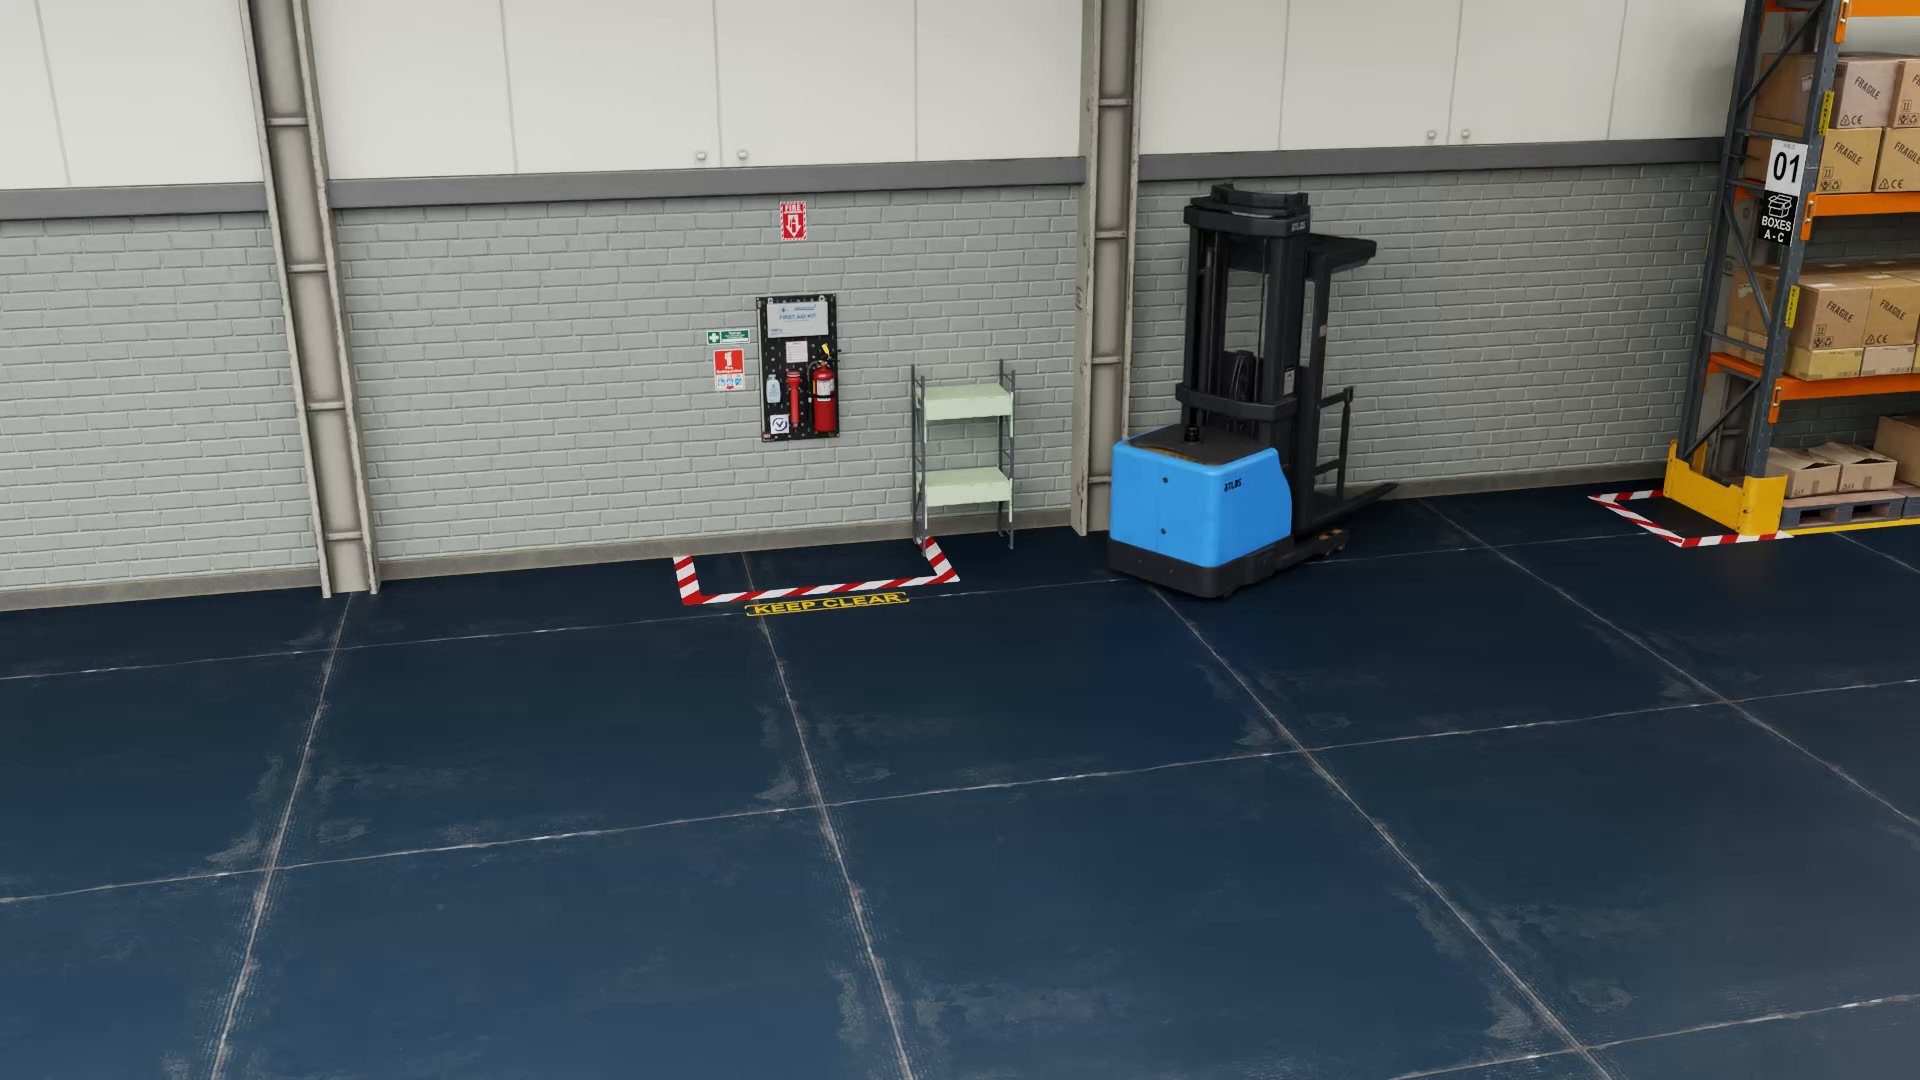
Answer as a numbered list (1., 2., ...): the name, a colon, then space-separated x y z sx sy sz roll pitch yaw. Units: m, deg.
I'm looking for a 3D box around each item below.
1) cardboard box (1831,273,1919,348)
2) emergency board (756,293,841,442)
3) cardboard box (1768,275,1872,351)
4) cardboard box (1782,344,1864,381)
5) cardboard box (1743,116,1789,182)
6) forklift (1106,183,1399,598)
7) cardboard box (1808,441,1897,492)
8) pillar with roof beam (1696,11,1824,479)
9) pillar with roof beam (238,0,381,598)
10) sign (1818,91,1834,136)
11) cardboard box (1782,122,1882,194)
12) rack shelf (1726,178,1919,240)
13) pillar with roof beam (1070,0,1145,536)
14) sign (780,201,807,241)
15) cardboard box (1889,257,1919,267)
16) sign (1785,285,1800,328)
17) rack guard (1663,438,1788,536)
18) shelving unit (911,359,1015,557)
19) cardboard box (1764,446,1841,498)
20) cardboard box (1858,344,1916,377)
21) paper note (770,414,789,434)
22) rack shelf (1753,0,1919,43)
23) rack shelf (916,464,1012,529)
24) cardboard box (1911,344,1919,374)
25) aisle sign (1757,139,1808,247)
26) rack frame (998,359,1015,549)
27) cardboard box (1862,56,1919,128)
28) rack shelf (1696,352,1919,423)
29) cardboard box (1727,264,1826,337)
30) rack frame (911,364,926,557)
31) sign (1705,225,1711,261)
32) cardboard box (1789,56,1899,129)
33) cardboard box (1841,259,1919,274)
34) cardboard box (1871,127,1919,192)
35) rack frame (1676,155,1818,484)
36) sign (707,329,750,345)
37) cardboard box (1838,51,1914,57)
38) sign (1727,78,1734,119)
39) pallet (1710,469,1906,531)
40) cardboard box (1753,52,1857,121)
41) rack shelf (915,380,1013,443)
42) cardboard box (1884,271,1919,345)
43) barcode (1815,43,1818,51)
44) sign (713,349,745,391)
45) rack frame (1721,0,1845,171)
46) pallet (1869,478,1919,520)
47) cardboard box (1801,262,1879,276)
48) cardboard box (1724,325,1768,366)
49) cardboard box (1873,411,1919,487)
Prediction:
1. cardboard box: 7.539 -1.905 13.752 0.500 0.500 0.500 -5 21 -12
2. emergency board: -1.249 -1.328 13.078 0.643 1.169 0.194 -5 21 -12
3. cardboard box: 7.055 -1.869 13.654 0.500 0.500 0.500 -5 21 -12
4. cardboard box: 7.070 -1.512 13.770 0.500 0.250 0.500 -5 21 -14
5. cardboard box: 6.869 -3.223 13.717 0.500 0.500 0.500 -3 20 -9
6. forklift: 2.535 -1.359 13.264 1.130 2.935 3.031 18 27 41
7. cardboard box: 7.770 -0.654 14.510 0.500 0.311 0.500 -3 20 -8
8. pillar with roof beam: 7.994 -3.361 9.908 0.400 9.000 9.100 -5 21 -12
9. pillar with roof beam: -3.684 -2.412 7.315 0.400 9.000 9.100 -5 21 -12
10. sign: 6.647 -3.278 12.770 0.005 0.325 0.100 -5 21 -12
11. cardboard box: 6.905 -3.048 13.239 0.500 0.500 0.500 -4 21 -11
12. rack shelf: 8.468 -2.870 13.972 4.000 0.370 1.077 -5 21 -12
13. pillar with roof beam: 2.155 -2.887 8.612 0.400 9.000 9.100 -5 21 -12
14. sign: -1.280 -2.449 12.769 0.199 0.298 0.001 -5 21 -12
15. cardboard box: 8.416 -2.159 14.446 0.500 0.500 0.500 -4 21 -12
16. sign: 6.647 -1.865 13.288 0.005 0.325 0.100 -5 21 -12
17. rack guard: 6.596 -0.473 14.379 0.348 0.500 1.175 -5 21 -12
18. shelving unit: 0.022 -0.667 13.454 0.755 1.500 0.431 -5 21 -13
19. cardboard box: 7.216 -0.609 14.386 0.500 0.311 0.500 -7 21 -19
20. cardboard box: 7.572 -1.558 13.895 0.500 0.250 0.500 -5 21 -14
21. paper note: -1.437 -0.923 13.255 0.142 0.148 0.016 -5 21 -12
22. rack shelf: 8.468 -4.276 13.457 4.000 0.370 1.077 -5 21 -12
23. rack shelf: 0.022 -0.361 13.566 0.720 0.370 0.431 -5 21 -13
24. cardboard box: 8.069 -1.596 14.000 0.500 0.250 0.500 -5 21 -13
25. aisle sign: 6.521 -2.755 13.195 0.004 0.787 0.394 -5 21 -12
26. rack frame: 0.378 -0.697 13.536 0.023 1.500 0.400 -5 21 -13
27. cardboard box: 7.452 -3.547 13.147 0.500 0.500 0.500 -5 21 -13
28. rack shelf: 8.468 -1.461 14.488 4.000 0.370 1.077 -5 21 -12
29. cardboard box: 6.931 -2.040 14.122 0.500 0.500 0.500 -5 21 -13
30. rack frame: -0.333 -0.637 13.372 0.023 1.500 0.400 -5 21 -13
31. sign: 6.413 -2.520 14.190 0.005 0.325 0.100 -5 21 -12
32. cardboard box: 6.952 -3.524 13.085 0.500 0.500 0.500 -6 21 -16
33. cardboard box: 7.926 -2.119 14.337 0.500 0.500 0.500 -5 21 -14
34. cardboard box: 7.435 -3.079 13.323 0.500 0.500 0.500 -3 20 -9
35. rack frame: 6.522 -1.641 13.932 0.127 3.000 1.000 -5 21 -12
36. sign: -1.804 -1.582 12.949 0.331 0.109 0.001 -5 21 -12
37. cardboard box: 7.409 -3.743 13.684 0.500 0.500 0.500 -3 20 -9
38. sign: 6.413 -3.652 13.776 0.005 0.325 0.100 -5 21 -12
39. pallet: 7.394 -0.390 14.572 1.213 0.211 1.003 -5 21 -12
40. cardboard box: 6.881 -3.697 13.556 0.500 0.500 0.500 -4 20 -10
41. rack shelf: 0.022 -1.033 13.320 0.720 0.370 0.431 -5 21 -13
42. cardboard box: 8.043 -1.943 13.858 0.500 0.500 0.500 -5 21 -14
43. barcode: 7.098 -4.071 13.734 0.075 0.075 0.001 -5 21 -12
44. sign: -1.811 -1.335 13.047 0.234 0.329 0.001 -5 21 -12
45. rack frame: 6.522 -4.458 12.900 0.127 3.000 1.000 -5 21 -12
46. pallet: 8.579 -0.485 14.832 1.213 0.211 1.003 -5 21 -12
47. cardboard box: 7.424 -2.077 14.222 0.500 0.500 0.500 -4 21 -12
48. cardboard box: 6.932 -1.681 14.233 0.500 0.250 0.500 -4 21 -12
49. cardboard box: 8.496 -0.785 14.590 0.500 0.500 0.700 -6 21 -16
